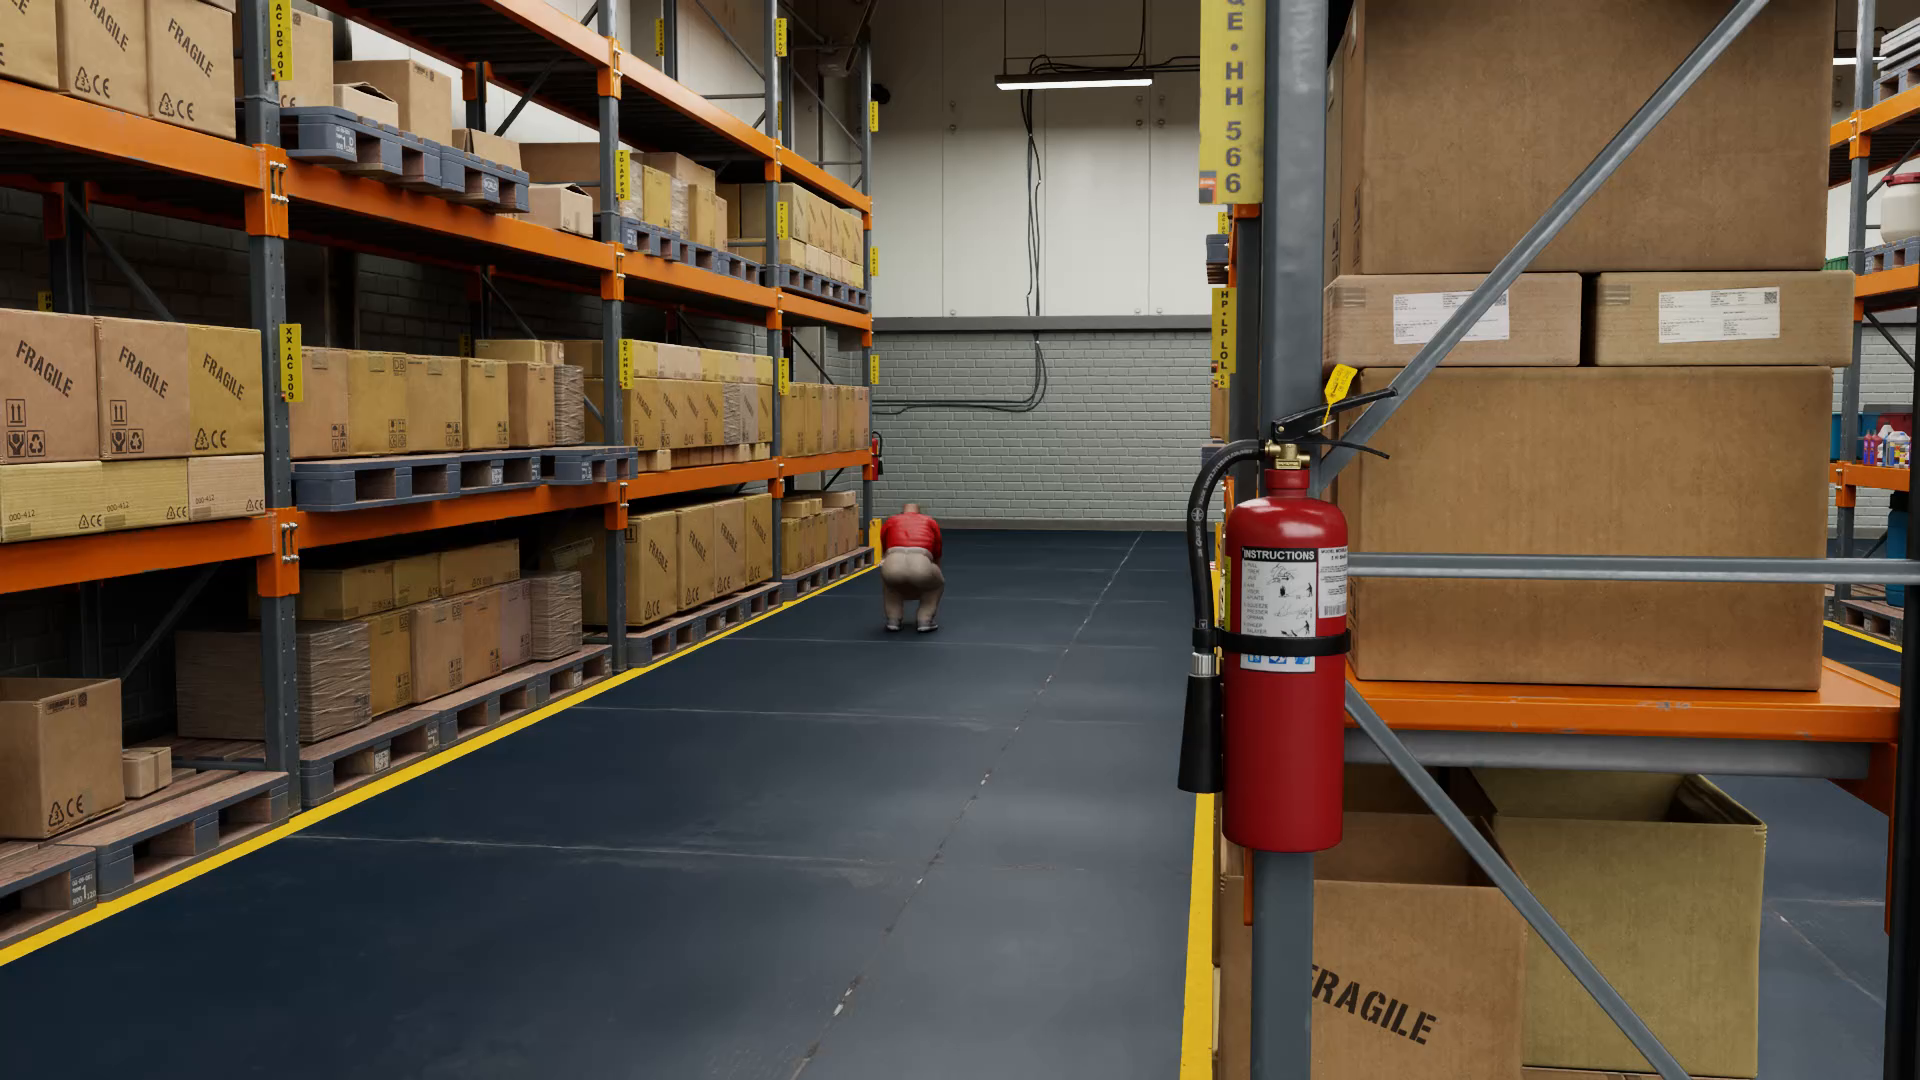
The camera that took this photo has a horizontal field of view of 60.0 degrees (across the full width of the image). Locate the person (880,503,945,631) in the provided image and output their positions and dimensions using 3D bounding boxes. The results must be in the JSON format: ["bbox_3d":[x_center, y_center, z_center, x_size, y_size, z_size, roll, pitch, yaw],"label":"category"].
[{"bbox_3d":[-0.393,0.218,13.296,0.533,0.991,0.877,1,4,7],"label":"person"}]
